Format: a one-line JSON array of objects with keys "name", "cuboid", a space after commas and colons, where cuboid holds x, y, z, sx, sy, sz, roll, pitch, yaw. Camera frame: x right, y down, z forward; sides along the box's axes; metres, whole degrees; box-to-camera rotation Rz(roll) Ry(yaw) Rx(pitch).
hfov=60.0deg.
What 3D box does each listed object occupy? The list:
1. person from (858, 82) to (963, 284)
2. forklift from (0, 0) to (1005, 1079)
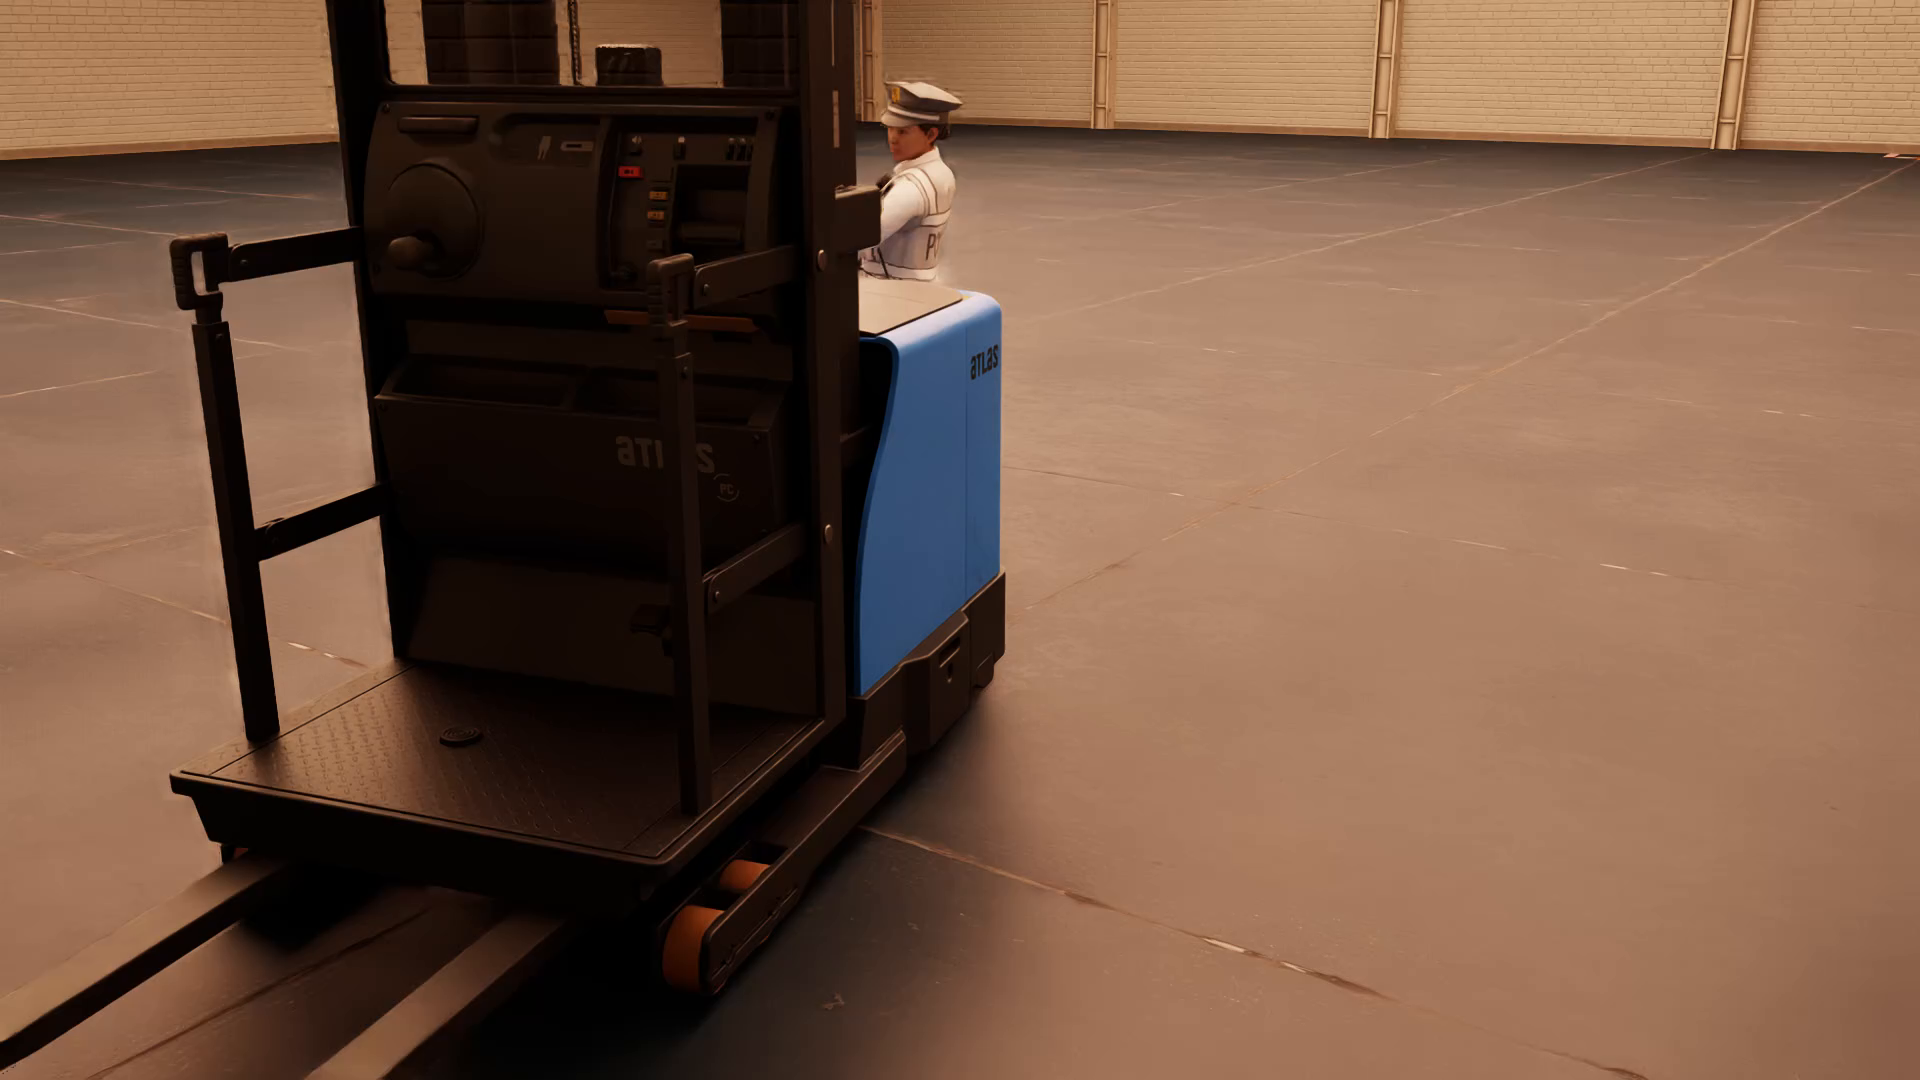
[{"name": "person", "cuboid": [-0.255, -0.790, 5.835, 0.766, 1.584, 0.639, 0, 17, 0]}, {"name": "forklift", "cuboid": [-0.856, -0.686, 3.126, 1.130, 2.935, 3.031, 6, 18, 19]}]
